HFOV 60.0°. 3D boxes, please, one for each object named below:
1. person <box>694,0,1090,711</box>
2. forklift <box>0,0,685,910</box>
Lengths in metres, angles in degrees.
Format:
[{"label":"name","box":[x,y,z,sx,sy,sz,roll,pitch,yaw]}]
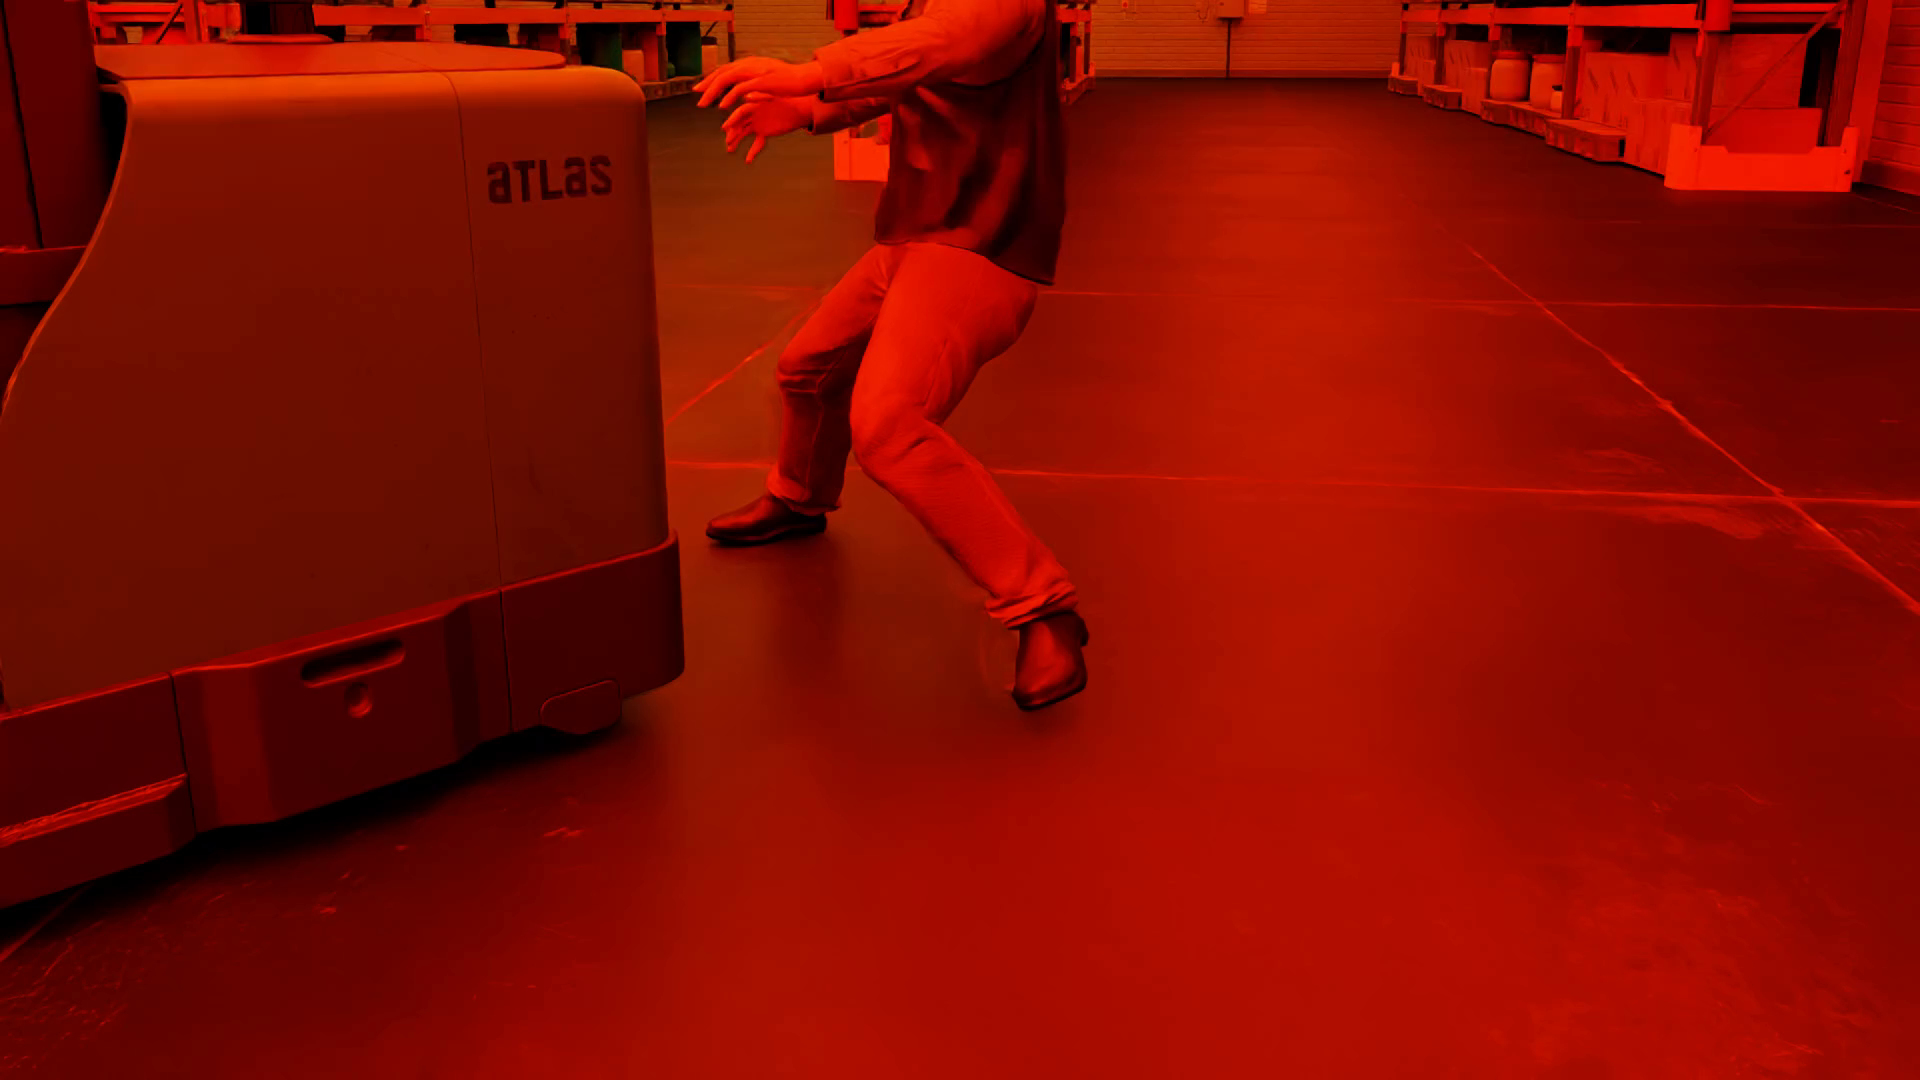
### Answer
[{"label":"person","box":[-0.149,-0.570,3.126,0.725,1.504,1.291,-2,18,-8]},{"label":"forklift","box":[-1.883,-0.899,1.801,3.031,2.935,1.130,-16,24,-42]}]
